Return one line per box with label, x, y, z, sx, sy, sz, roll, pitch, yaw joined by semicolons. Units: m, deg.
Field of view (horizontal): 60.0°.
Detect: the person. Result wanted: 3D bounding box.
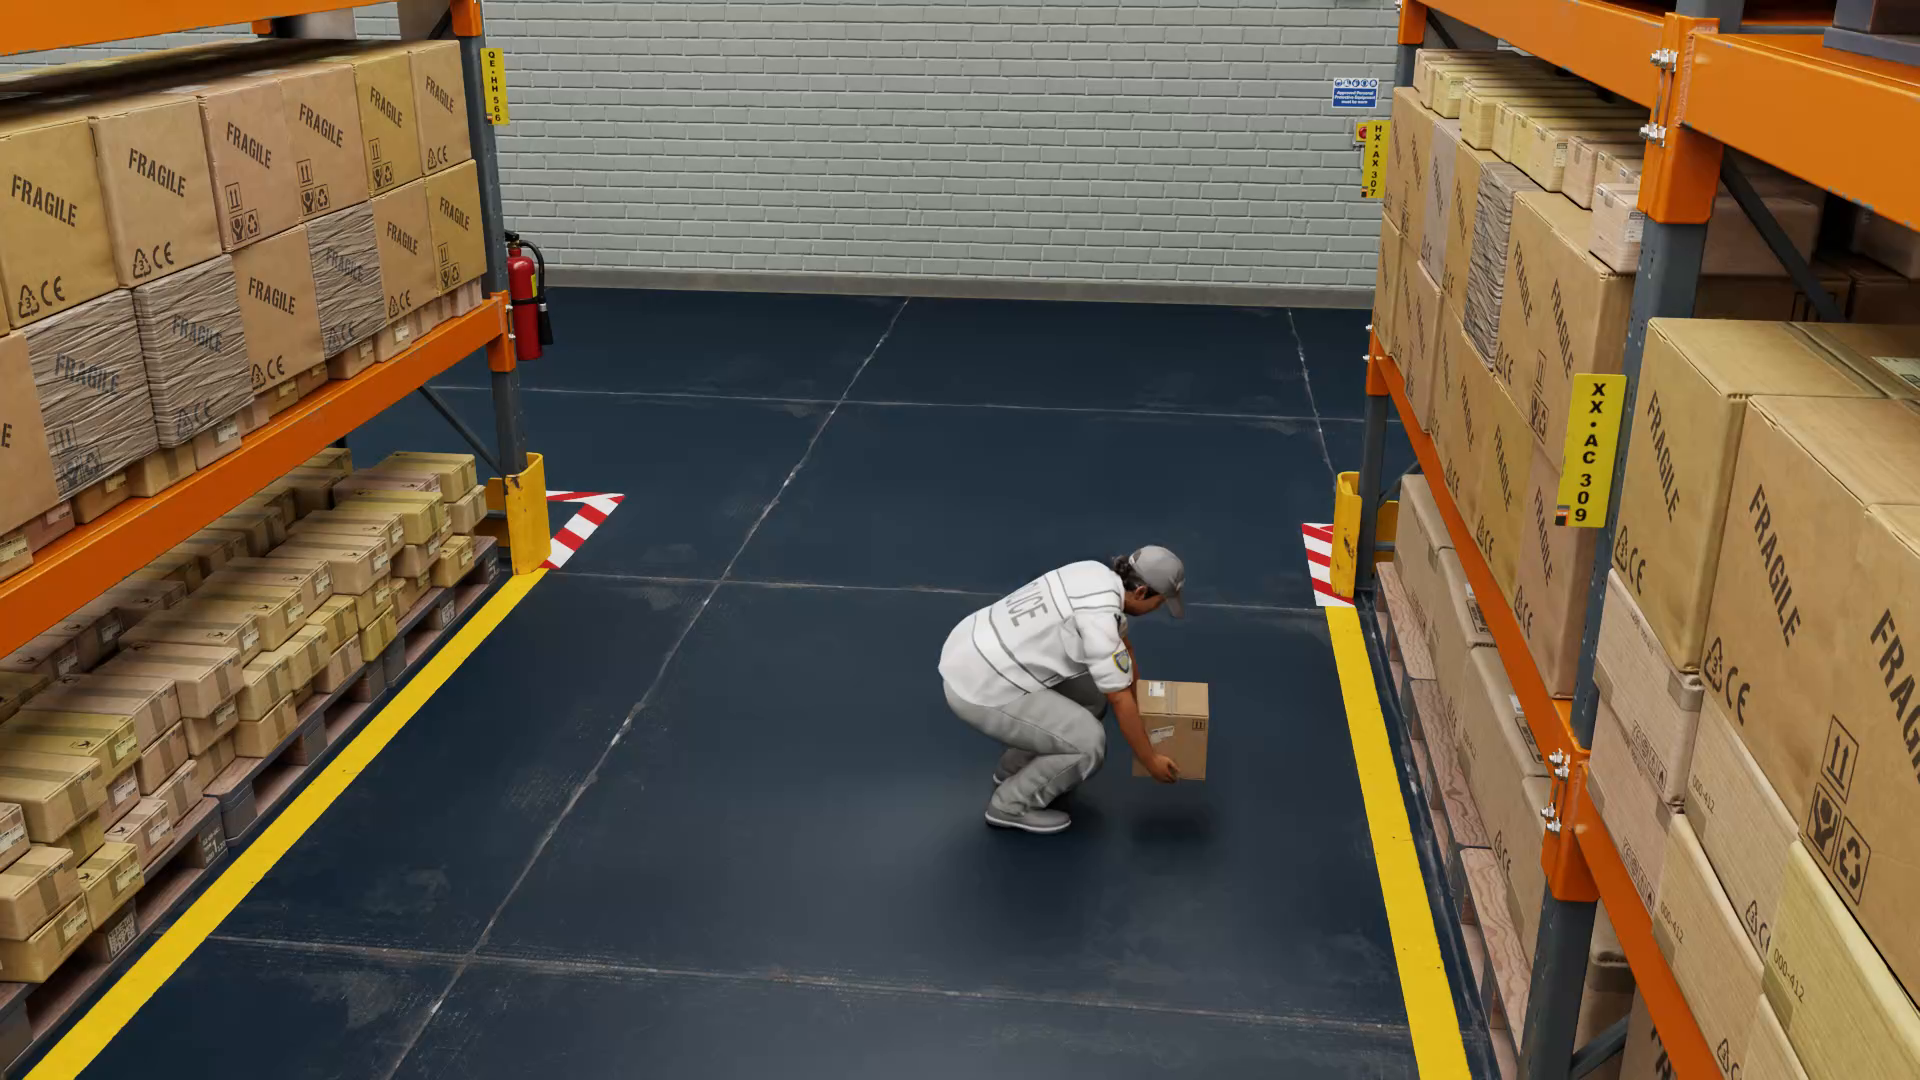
person;0.353;0.487;5.778;0.840;0.986;0.530;2;21;6
